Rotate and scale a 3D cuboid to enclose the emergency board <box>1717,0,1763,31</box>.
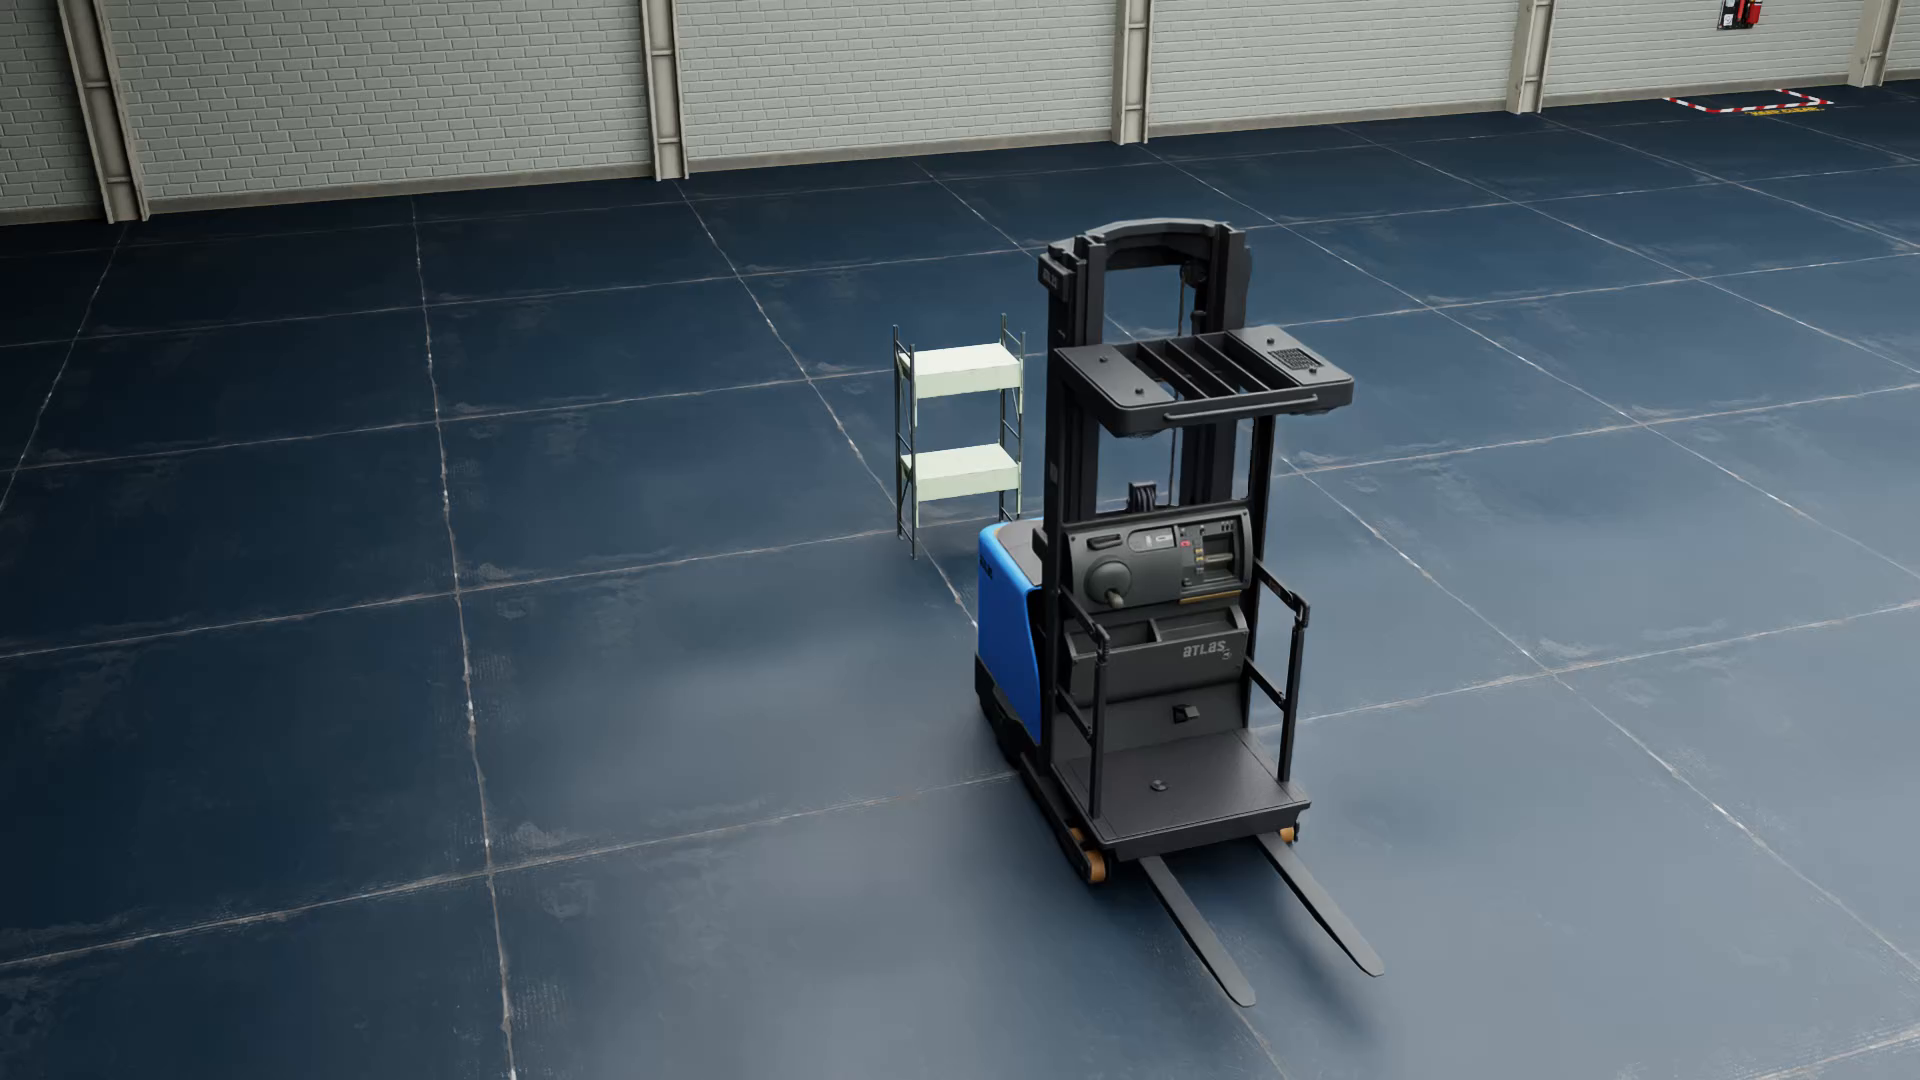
[{"bbox_3d":[11.260,-7.883,23.749,0.643,1.169,0.194,-8,28,-16],"label":"emergency board"}]

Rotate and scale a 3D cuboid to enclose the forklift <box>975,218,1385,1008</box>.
[{"bbox_3d":[1.021,0.128,7.690,1.130,2.935,3.031,-8,28,-16],"label":"forklift"}]

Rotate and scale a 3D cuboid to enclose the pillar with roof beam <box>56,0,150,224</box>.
[{"bbox_3d":[-7.865,-5.769,12.745,0.400,9.000,9.100,-8,28,-16],"label":"pillar with roof beam"}]

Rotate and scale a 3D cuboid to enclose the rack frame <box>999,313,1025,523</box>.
[{"bbox_3d":[0.342,-0.721,11.010,0.023,1.500,0.400,-8,28,-16],"label":"rack frame"}]

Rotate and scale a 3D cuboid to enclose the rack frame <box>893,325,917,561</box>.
[{"bbox_3d":[-0.354,-0.620,10.807,0.023,1.500,0.400,-8,28,-16],"label":"rack frame"}]

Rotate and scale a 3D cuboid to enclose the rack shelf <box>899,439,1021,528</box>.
[{"bbox_3d":[-0.006,-0.379,11.054,0.720,0.370,0.431,-8,28,-16],"label":"rack shelf"}]

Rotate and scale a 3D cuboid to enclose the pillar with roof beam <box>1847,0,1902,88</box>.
[{"bbox_3d":[14.955,-9.074,19.402,0.400,9.000,9.100,-8,28,-16],"label":"pillar with roof beam"}]

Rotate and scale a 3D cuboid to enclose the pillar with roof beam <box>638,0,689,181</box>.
[{"bbox_3d":[-2.160,-6.595,14.409,0.400,9.000,9.100,-8,28,-16],"label":"pillar with roof beam"}]

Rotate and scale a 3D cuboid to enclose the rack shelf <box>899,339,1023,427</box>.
[{"bbox_3d":[-0.006,-1.020,10.735,0.720,0.370,0.431,-8,28,-16],"label":"rack shelf"}]

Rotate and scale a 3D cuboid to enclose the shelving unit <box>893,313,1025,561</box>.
[{"bbox_3d":[-0.006,-0.671,10.909,0.755,1.500,0.431,-8,28,-16],"label":"shelving unit"}]

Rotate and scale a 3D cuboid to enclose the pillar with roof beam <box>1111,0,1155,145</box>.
[{"bbox_3d":[3.545,-7.421,16.073,0.400,9.000,9.100,-8,28,-16],"label":"pillar with roof beam"}]

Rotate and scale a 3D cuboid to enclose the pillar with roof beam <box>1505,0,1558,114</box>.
[{"bbox_3d":[9.250,-8.248,17.738,0.400,9.000,9.100,-8,28,-16],"label":"pillar with roof beam"}]

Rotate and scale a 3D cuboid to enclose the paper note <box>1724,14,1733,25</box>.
[{"bbox_3d":[11.071,-7.493,23.955,0.142,0.148,0.016,-8,28,-16],"label":"paper note"}]
